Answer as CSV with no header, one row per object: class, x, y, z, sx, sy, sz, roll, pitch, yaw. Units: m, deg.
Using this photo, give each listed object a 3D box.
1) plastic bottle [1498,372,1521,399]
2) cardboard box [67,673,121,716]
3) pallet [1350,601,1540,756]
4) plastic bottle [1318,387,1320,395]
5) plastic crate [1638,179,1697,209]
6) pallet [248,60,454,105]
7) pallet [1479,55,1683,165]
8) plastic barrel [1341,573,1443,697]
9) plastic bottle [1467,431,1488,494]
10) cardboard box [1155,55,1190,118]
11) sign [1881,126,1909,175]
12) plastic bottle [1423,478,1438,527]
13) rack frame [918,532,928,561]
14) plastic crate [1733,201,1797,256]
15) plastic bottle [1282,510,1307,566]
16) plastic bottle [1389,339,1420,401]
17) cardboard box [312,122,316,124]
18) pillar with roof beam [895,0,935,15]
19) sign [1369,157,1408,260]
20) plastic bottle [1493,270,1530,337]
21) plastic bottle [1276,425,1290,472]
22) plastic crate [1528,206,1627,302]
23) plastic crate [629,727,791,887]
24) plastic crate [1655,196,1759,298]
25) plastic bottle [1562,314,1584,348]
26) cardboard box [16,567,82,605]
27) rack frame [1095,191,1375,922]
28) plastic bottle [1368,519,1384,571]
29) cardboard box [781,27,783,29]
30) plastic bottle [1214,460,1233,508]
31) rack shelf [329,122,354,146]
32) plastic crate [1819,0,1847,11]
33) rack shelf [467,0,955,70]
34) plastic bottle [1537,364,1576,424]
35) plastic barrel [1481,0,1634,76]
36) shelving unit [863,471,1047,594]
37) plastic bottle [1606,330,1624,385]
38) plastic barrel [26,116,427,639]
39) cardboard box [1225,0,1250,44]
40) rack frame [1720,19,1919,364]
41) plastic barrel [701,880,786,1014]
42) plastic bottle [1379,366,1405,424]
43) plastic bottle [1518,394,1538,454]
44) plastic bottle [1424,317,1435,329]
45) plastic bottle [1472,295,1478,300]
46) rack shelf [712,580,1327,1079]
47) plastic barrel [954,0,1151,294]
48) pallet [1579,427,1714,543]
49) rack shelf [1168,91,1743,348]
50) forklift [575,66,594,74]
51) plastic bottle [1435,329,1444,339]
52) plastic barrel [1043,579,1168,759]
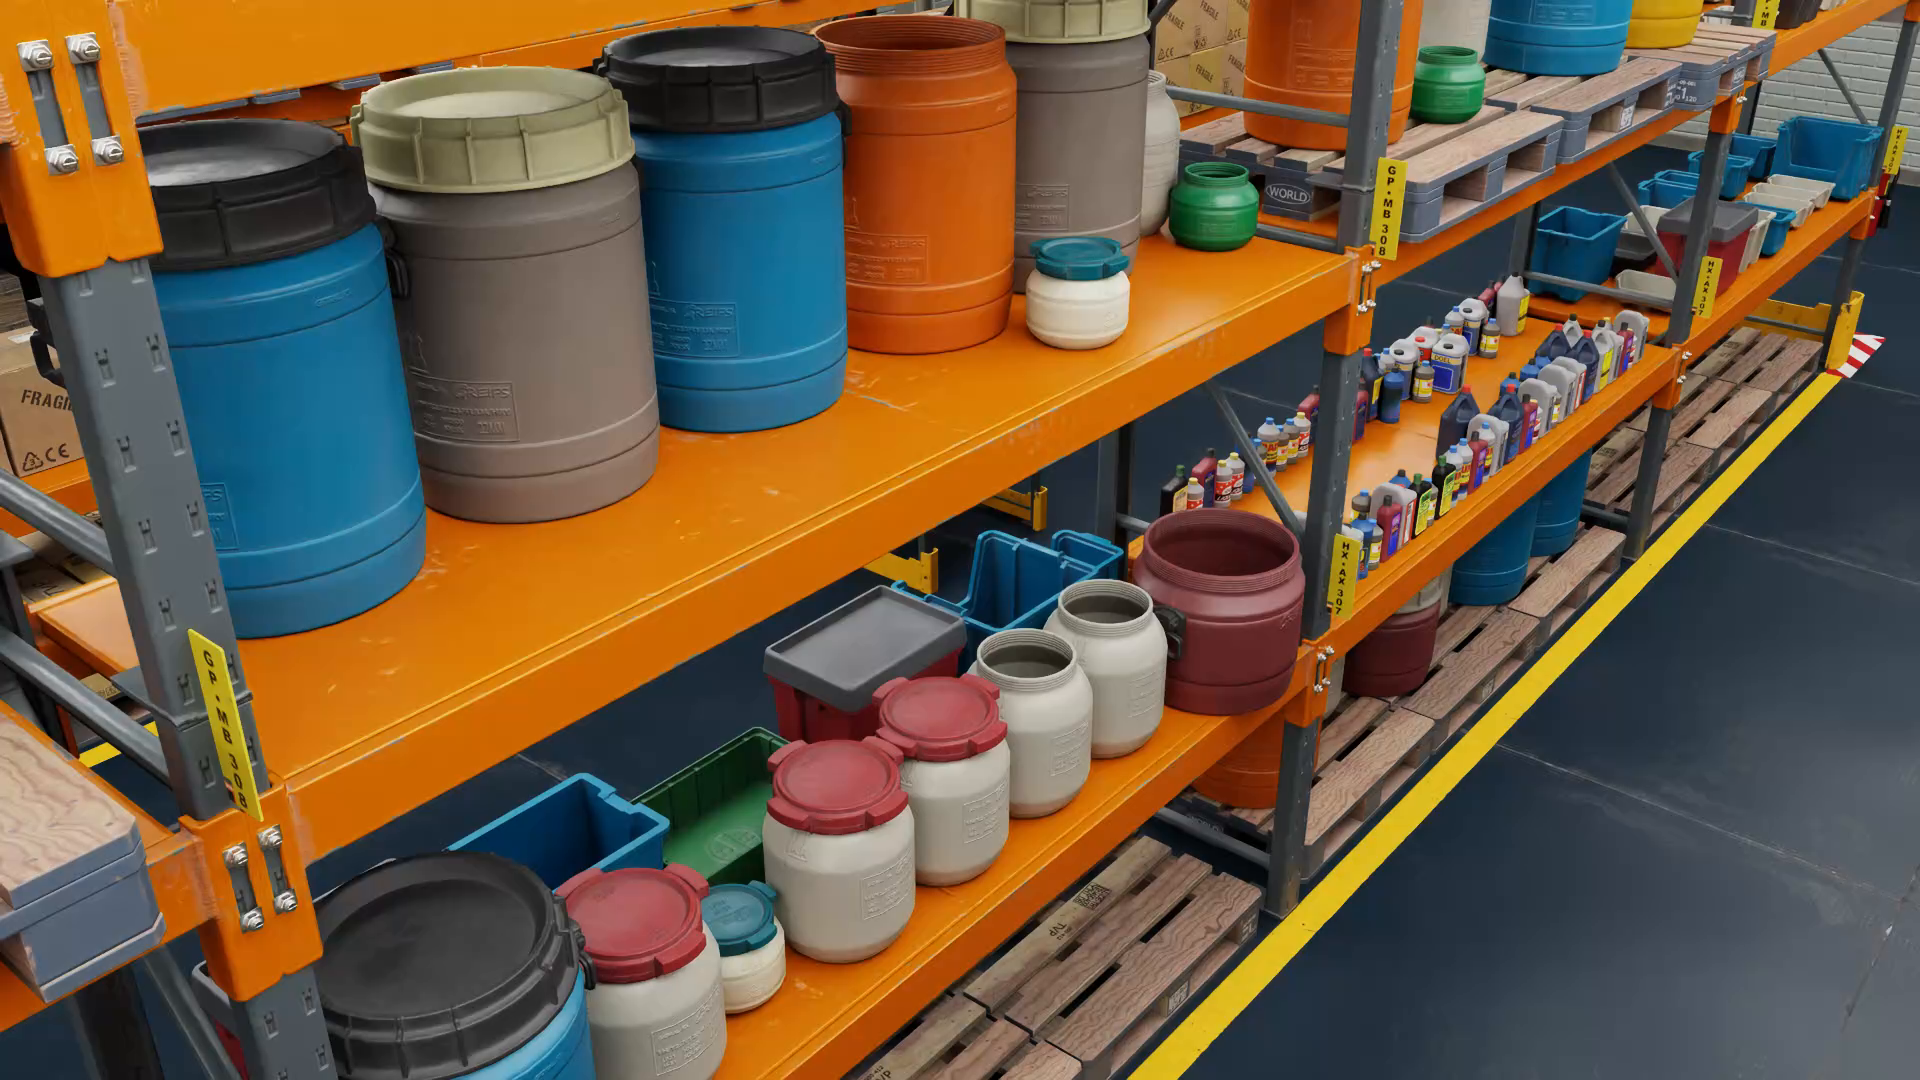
plastic bottle,2.612,-0.668,7.917,0.097,0.271,0.097,0,27,0
cardboard box,-4.300,0.618,7.825,0.500,0.250,0.500,20,33,33
pallet,2.209,0.567,8.425,1.003,0.211,1.213,21,34,34
plastic bottle,1.752,-0.645,7.786,0.144,0.351,0.185,21,34,34
plastic crate,4.612,-2.174,10.804,0.416,0.233,0.300,21,34,34
pallet,-3.219,-2.380,8.027,1.213,0.211,1.003,23,35,37
pallet,2.365,-1.907,7.112,1.003,0.211,1.213,21,34,34
plastic barrel,1.980,0.356,7.964,0.600,0.588,0.708,21,34,34
plastic bottle,2.258,-0.353,7.295,0.061,0.283,0.133,21,34,34
cardboard box,1.508,-3.681,13.492,0.500,0.500,0.500,21,34,35
sign,6.487,-2.703,11.534,0.100,0.325,0.005,21,34,34
plastic bottle,1.962,-0.165,7.020,0.097,0.201,0.097,0,27,0
rack frame,-0.378,-0.456,8.999,0.500,1.500,0.032,21,34,34
plastic crate,4.943,-1.935,10.343,0.416,0.233,0.300,21,34,34
plastic bottle,1.371,0.002,6.616,0.152,0.276,0.135,21,34,34
plastic bottle,2.183,-0.849,8.262,0.152,0.276,0.135,21,34,34
cardboard box,-5.326,-3.338,13.190,0.380,0.149,0.250,21,34,35
pillar with roof beam,2.779,-8.298,15.996,9.100,9.000,0.400,21,34,34
sign,1.392,-1.077,5.417,0.100,0.325,0.005,21,34,34
plastic bottle,3.008,-1.301,9.055,0.144,0.351,0.185,21,34,34
plastic bottle,1.435,-0.419,7.512,0.097,0.201,0.097,0,27,0
plastic crate,3.541,-1.653,9.632,0.392,0.384,0.575,21,34,34
plastic crate,-0.691,0.863,5.048,0.450,0.188,0.662,21,34,34
plastic crate,4.269,-1.666,9.571,0.402,0.464,0.583,21,34,34
plastic bottle,3.064,-0.966,8.407,0.144,0.351,0.185,21,34,34
cardboard box,-4.295,0.372,7.692,0.500,0.311,0.500,19,33,33
rack frame,0.963,0.050,6.388,1.000,3.000,0.127,21,34,34
plastic bottle,1.645,0.012,6.678,0.097,0.201,0.097,0,27,0
cardboard box,-2.364,-5.370,16.539,0.980,0.700,0.700,20,34,34
plastic bottle,1.126,-0.247,7.179,0.097,0.201,0.097,0,27,0
rack shelf,-5.409,-3.235,13.521,1.077,0.370,4.000,21,34,34
plastic crate,4.929,-3.196,9.686,0.437,0.136,0.530,21,34,34
rack shelf,-1.584,-3.120,10.036,1.077,0.370,4.000,21,34,34
plastic bottle,2.868,-0.722,8.017,0.152,0.276,0.135,21,34,34
plastic barrel,2.540,-2.459,6.972,0.600,0.901,0.708,21,34,34
shelving unit,-0.048,-0.639,9.353,0.587,1.500,1.083,21,34,34
plastic bottle,3.274,-0.949,8.455,0.152,0.276,0.135,21,34,34
plastic barrel,-1.425,-0.330,3.313,0.600,0.901,0.708,21,34,34
cardboard box,2.161,-4.485,13.959,0.500,0.500,0.500,20,34,34
rack frame,6.052,-2.786,11.871,1.000,3.000,0.127,21,34,34
plastic barrel,-0.621,1.106,4.499,0.301,0.262,0.301,0,27,0
plastic bottle,2.075,-0.703,7.985,0.097,0.271,0.097,0,27,0
plastic bottle,2.608,-0.548,7.672,0.061,0.283,0.133,21,34,34
plastic bottle,2.380,-0.996,8.537,0.061,0.283,0.133,21,34,34
plastic bottle,2.739,-1.177,8.901,0.097,0.271,0.097,0,27,0
rack shelf,-0.309,1.079,5.183,1.077,0.370,4.000,21,34,34
plastic barrel,0.273,-1.277,5.143,0.600,0.901,0.600,0,27,0
pallet,3.945,-0.401,10.296,1.003,0.211,1.213,21,34,34
rack shelf,2.235,-1.671,7.235,1.077,0.370,4.000,21,34,34
forklift,-3.442,-3.252,12.846,3.031,2.935,1.130,5,28,10
plastic bottle,2.468,-0.995,8.625,0.097,0.201,0.097,0,27,0
plastic barrel,0.474,0.428,5.537,0.421,0.512,0.421,0,27,0
